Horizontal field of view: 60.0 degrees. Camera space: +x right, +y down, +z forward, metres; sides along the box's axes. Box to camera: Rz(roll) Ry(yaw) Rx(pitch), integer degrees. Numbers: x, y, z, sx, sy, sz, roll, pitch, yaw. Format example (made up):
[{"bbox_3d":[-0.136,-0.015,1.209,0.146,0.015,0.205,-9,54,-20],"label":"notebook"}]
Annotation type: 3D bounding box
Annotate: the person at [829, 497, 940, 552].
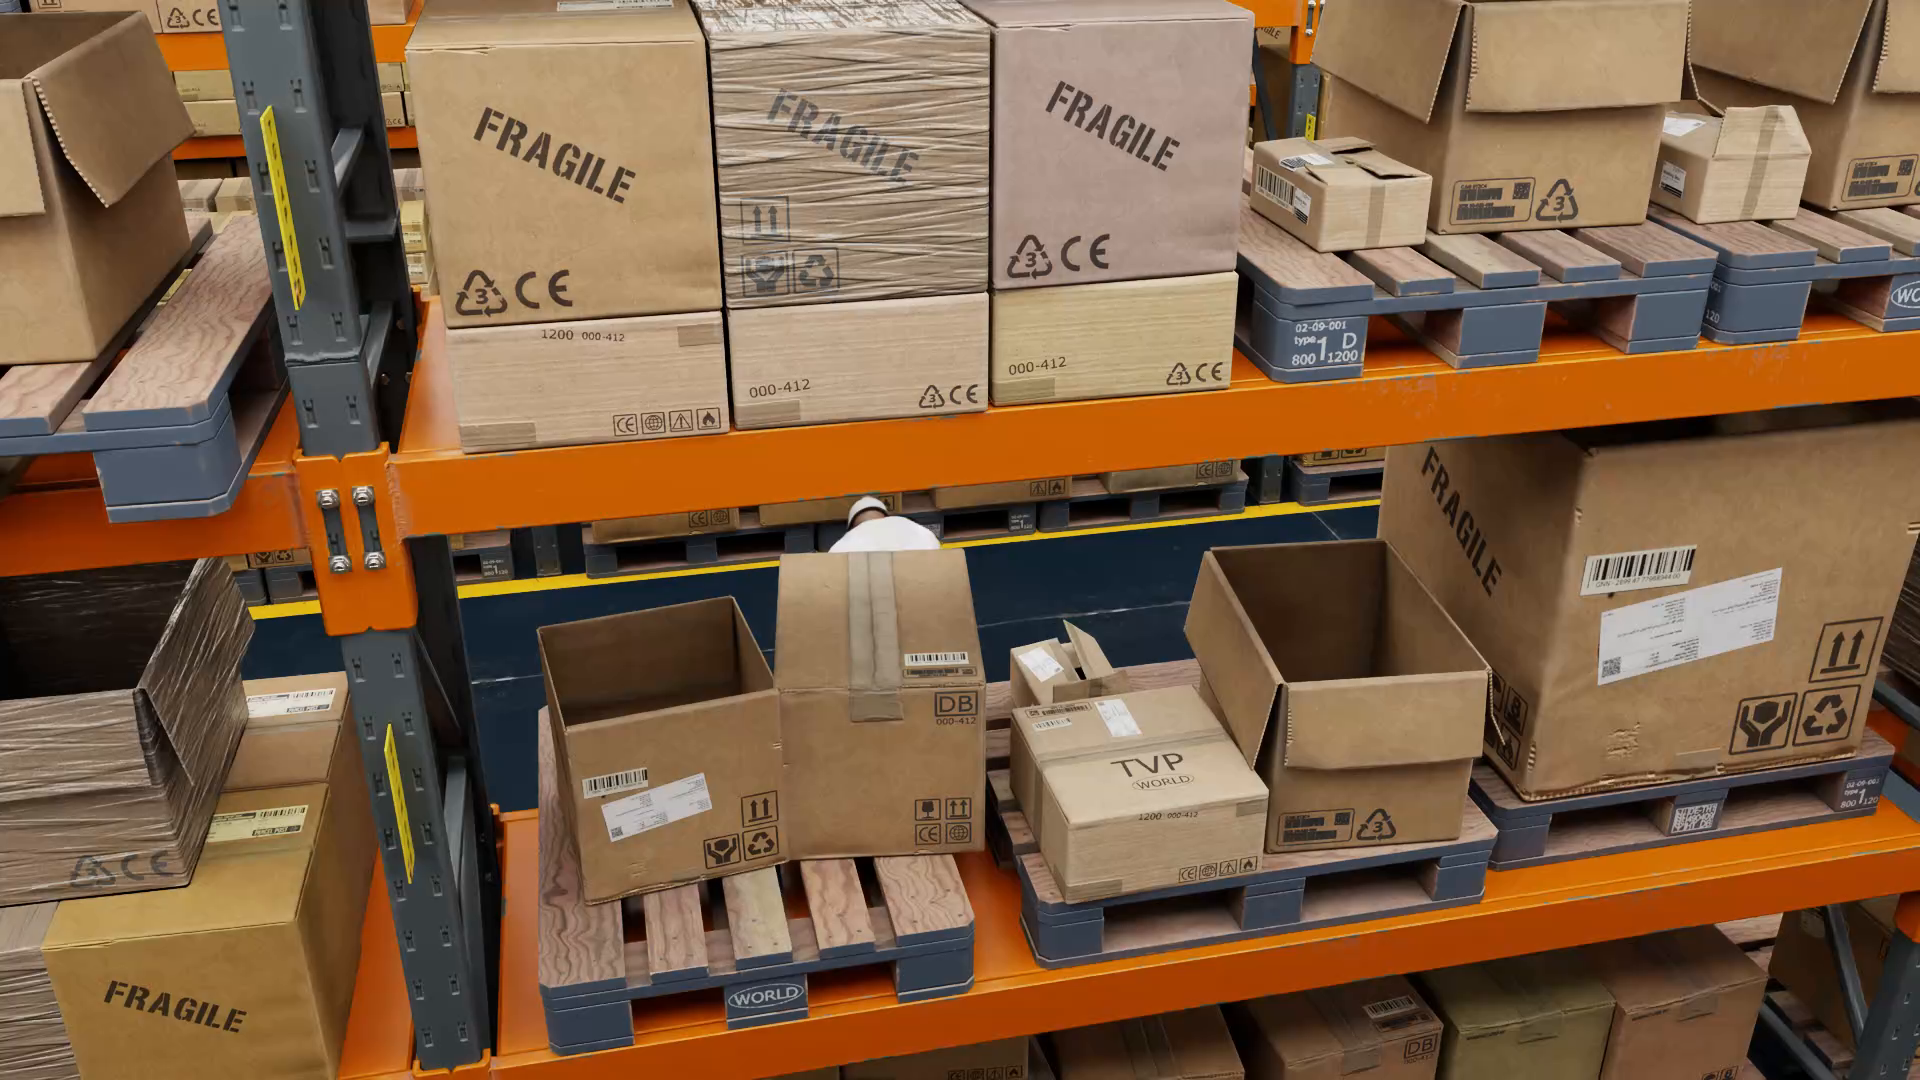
[{"bbox_3d":[-0.318,0.313,7.555,0.519,0.828,0.977,-7,27,-13],"label":"person"}]
